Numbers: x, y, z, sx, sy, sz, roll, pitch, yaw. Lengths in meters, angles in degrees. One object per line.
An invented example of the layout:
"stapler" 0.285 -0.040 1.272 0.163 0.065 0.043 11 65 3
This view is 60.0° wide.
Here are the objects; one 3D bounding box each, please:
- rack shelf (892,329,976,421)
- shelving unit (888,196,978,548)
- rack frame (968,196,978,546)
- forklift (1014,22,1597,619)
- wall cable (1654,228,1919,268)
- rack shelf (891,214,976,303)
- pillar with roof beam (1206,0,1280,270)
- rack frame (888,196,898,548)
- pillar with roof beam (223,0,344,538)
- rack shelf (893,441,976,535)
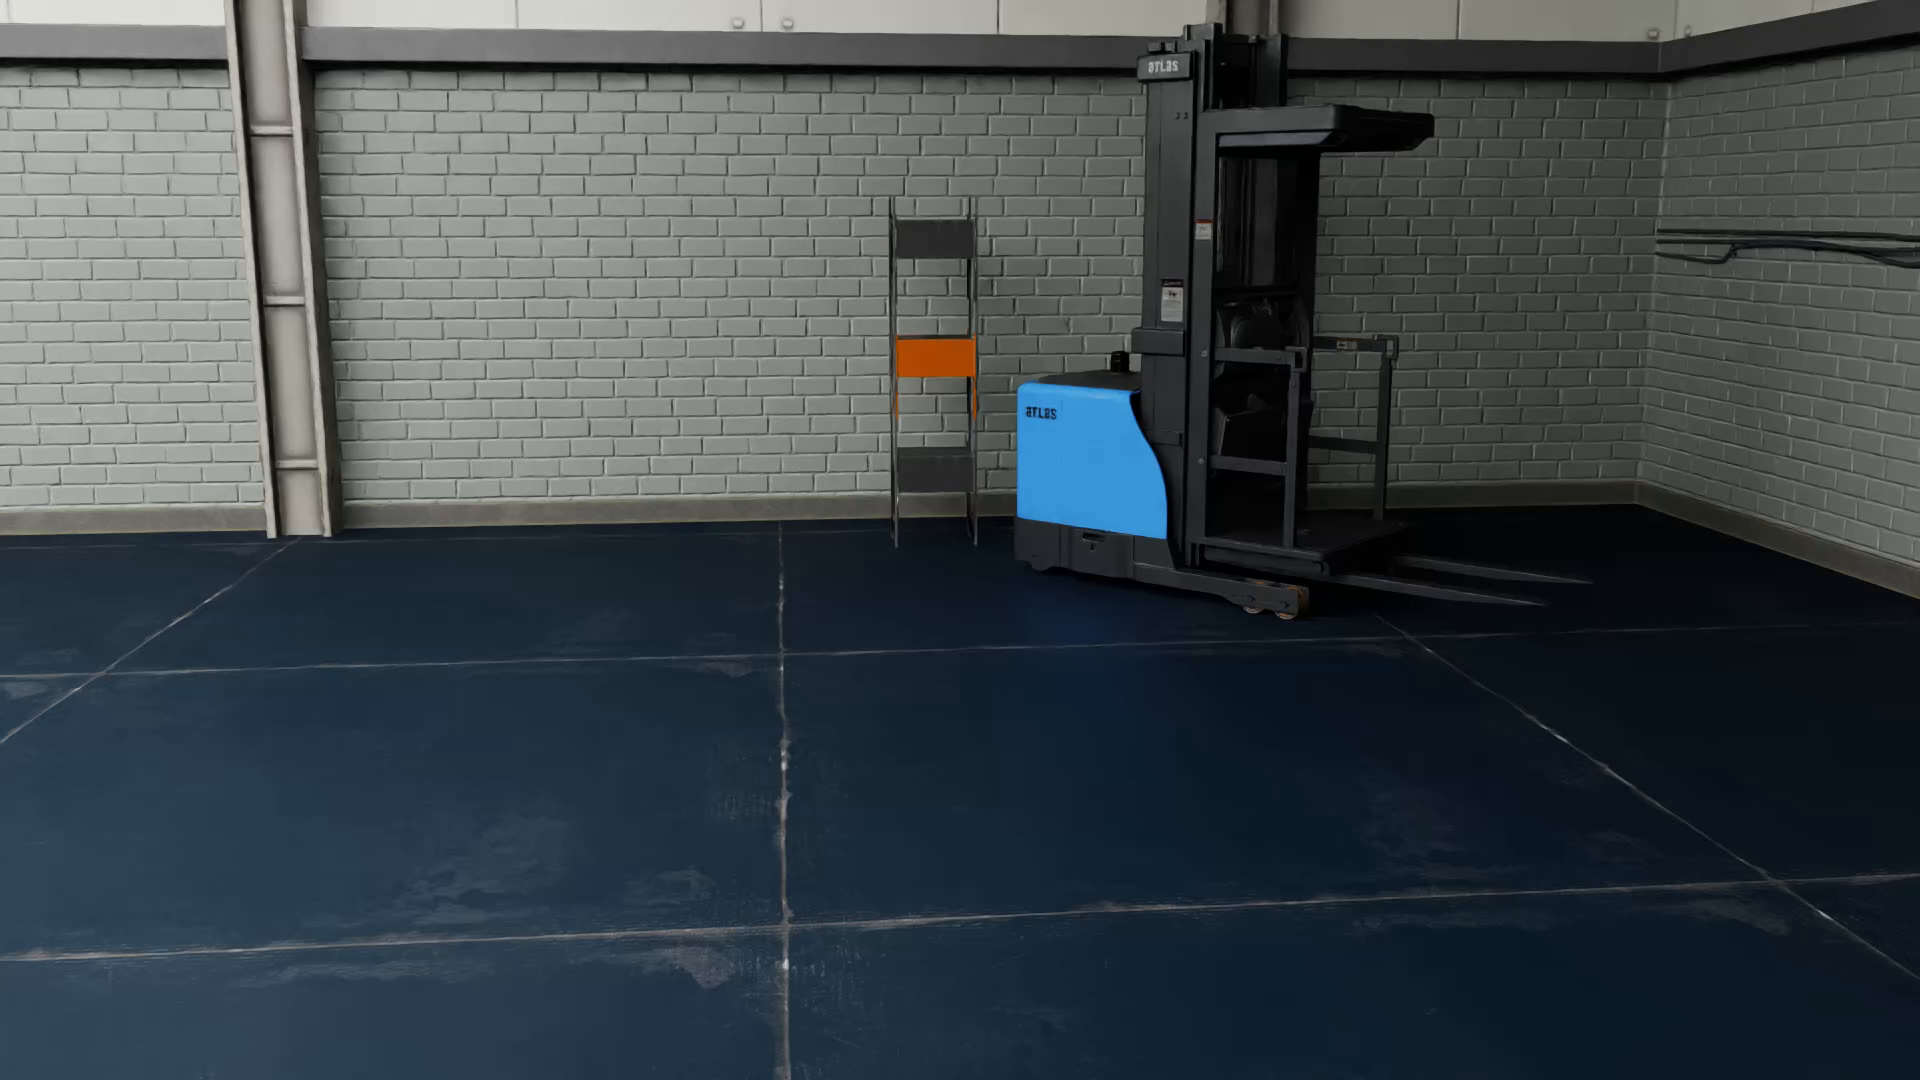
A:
"rack shelf" -0.165 -1.013 10.151 0.480 0.518 0.431 -1 11 -6
"shelving unit" -0.165 -1.027 10.148 0.503 2.100 0.431 -1 11 -6
"rack frame" 0.078 -1.032 10.174 0.015 2.100 0.400 -1 11 -6
"forklift" 1.761 -1.154 8.640 3.031 2.935 1.130 9 14 39
"wall cable" 4.872 -2.870 9.688 0.112 2.526 3.097 -1 11 -6
"rack shelf" -0.165 -1.700 10.015 0.480 0.518 0.431 -1 11 -6
"pillar with roof beam" 2.265 -3.760 6.167 0.400 9.000 9.100 -1 11 -6
"rack frame" -0.407 -1.022 10.122 0.015 2.100 0.400 -1 11 -6
"pillar with roof beam" -3.700 -3.635 5.531 0.400 9.000 9.100 -1 11 -6
"rack shelf" -0.165 -0.327 10.286 0.480 0.518 0.431 -1 11 -6
